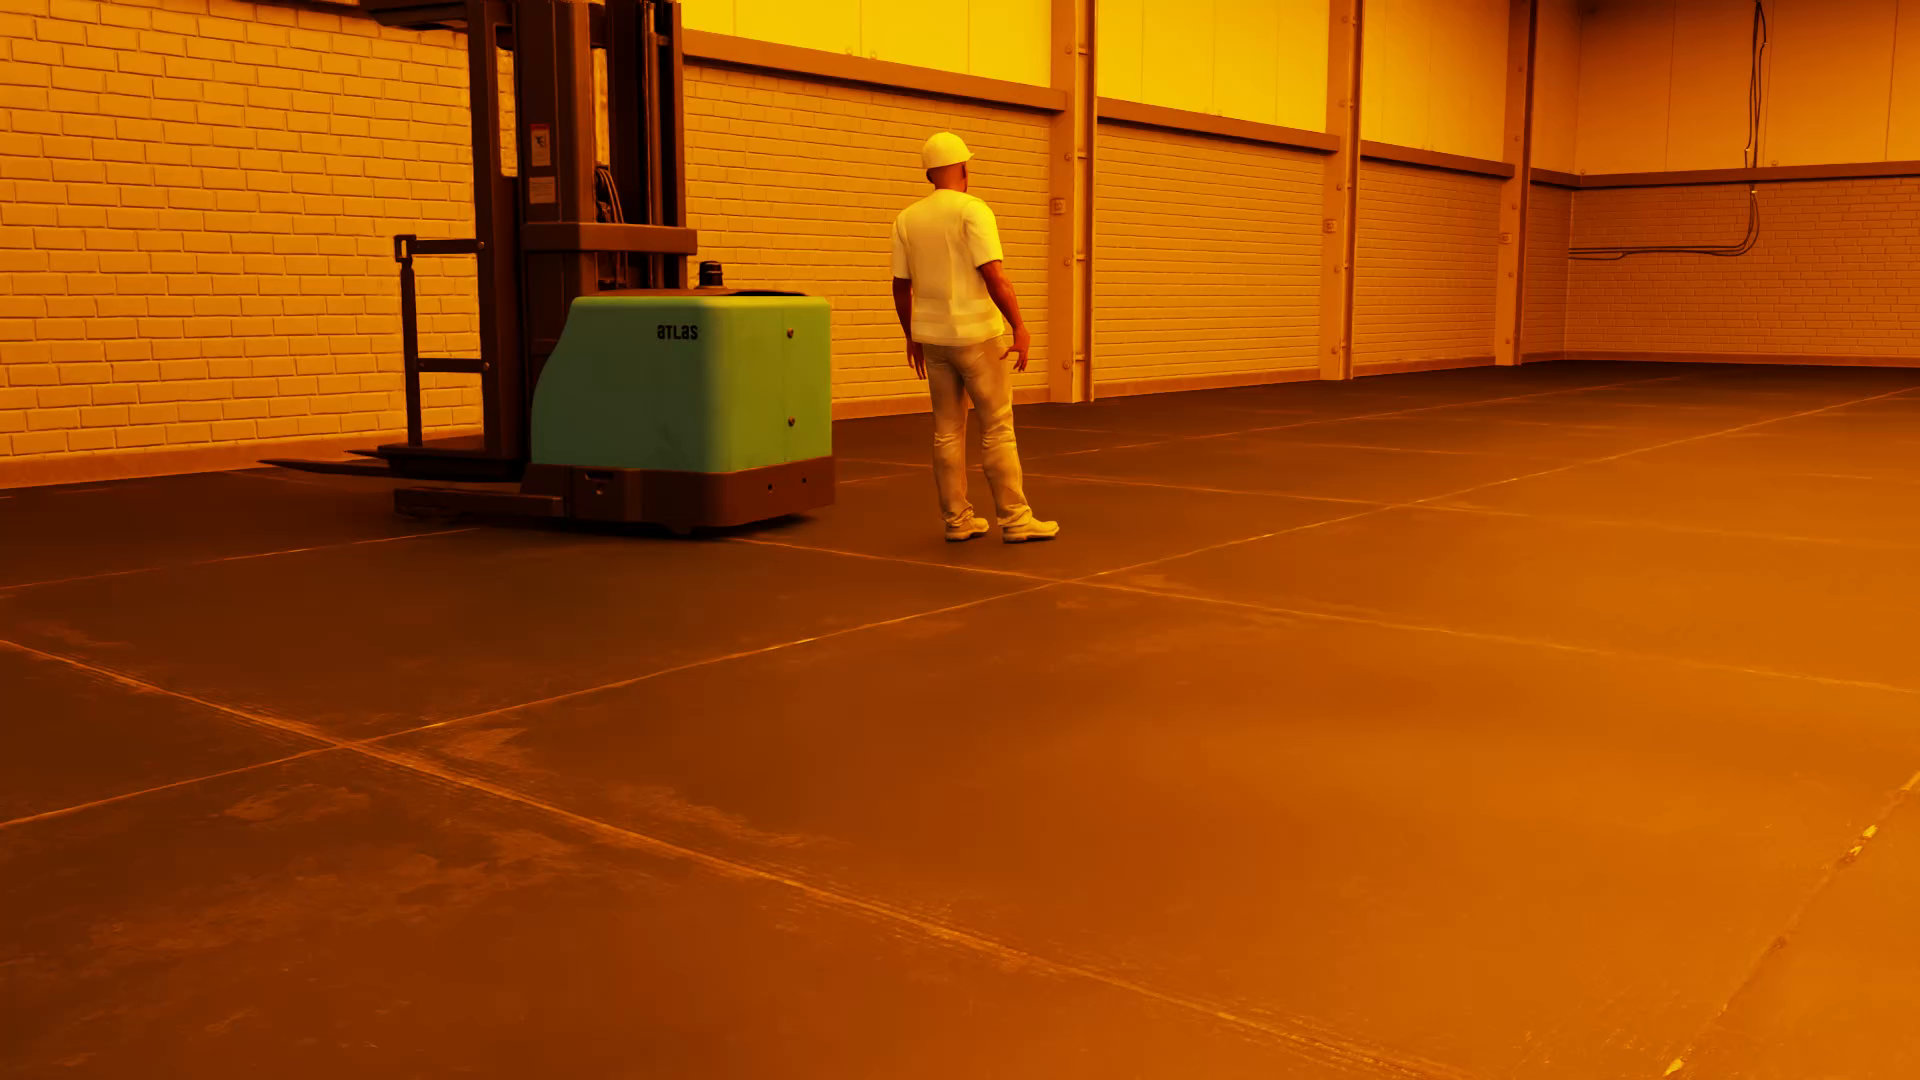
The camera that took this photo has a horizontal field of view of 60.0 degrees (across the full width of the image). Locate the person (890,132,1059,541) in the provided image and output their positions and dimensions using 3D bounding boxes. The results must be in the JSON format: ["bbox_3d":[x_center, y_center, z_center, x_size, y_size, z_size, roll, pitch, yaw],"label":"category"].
[{"bbox_3d":[0.049,-0.888,7.326,0.665,1.766,0.576,7,11,38],"label":"person"}]

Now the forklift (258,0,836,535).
[{"bbox_3d":[-2.165,-1.592,8.162,3.031,2.935,1.130,4,9,25],"label":"forklift"}]
